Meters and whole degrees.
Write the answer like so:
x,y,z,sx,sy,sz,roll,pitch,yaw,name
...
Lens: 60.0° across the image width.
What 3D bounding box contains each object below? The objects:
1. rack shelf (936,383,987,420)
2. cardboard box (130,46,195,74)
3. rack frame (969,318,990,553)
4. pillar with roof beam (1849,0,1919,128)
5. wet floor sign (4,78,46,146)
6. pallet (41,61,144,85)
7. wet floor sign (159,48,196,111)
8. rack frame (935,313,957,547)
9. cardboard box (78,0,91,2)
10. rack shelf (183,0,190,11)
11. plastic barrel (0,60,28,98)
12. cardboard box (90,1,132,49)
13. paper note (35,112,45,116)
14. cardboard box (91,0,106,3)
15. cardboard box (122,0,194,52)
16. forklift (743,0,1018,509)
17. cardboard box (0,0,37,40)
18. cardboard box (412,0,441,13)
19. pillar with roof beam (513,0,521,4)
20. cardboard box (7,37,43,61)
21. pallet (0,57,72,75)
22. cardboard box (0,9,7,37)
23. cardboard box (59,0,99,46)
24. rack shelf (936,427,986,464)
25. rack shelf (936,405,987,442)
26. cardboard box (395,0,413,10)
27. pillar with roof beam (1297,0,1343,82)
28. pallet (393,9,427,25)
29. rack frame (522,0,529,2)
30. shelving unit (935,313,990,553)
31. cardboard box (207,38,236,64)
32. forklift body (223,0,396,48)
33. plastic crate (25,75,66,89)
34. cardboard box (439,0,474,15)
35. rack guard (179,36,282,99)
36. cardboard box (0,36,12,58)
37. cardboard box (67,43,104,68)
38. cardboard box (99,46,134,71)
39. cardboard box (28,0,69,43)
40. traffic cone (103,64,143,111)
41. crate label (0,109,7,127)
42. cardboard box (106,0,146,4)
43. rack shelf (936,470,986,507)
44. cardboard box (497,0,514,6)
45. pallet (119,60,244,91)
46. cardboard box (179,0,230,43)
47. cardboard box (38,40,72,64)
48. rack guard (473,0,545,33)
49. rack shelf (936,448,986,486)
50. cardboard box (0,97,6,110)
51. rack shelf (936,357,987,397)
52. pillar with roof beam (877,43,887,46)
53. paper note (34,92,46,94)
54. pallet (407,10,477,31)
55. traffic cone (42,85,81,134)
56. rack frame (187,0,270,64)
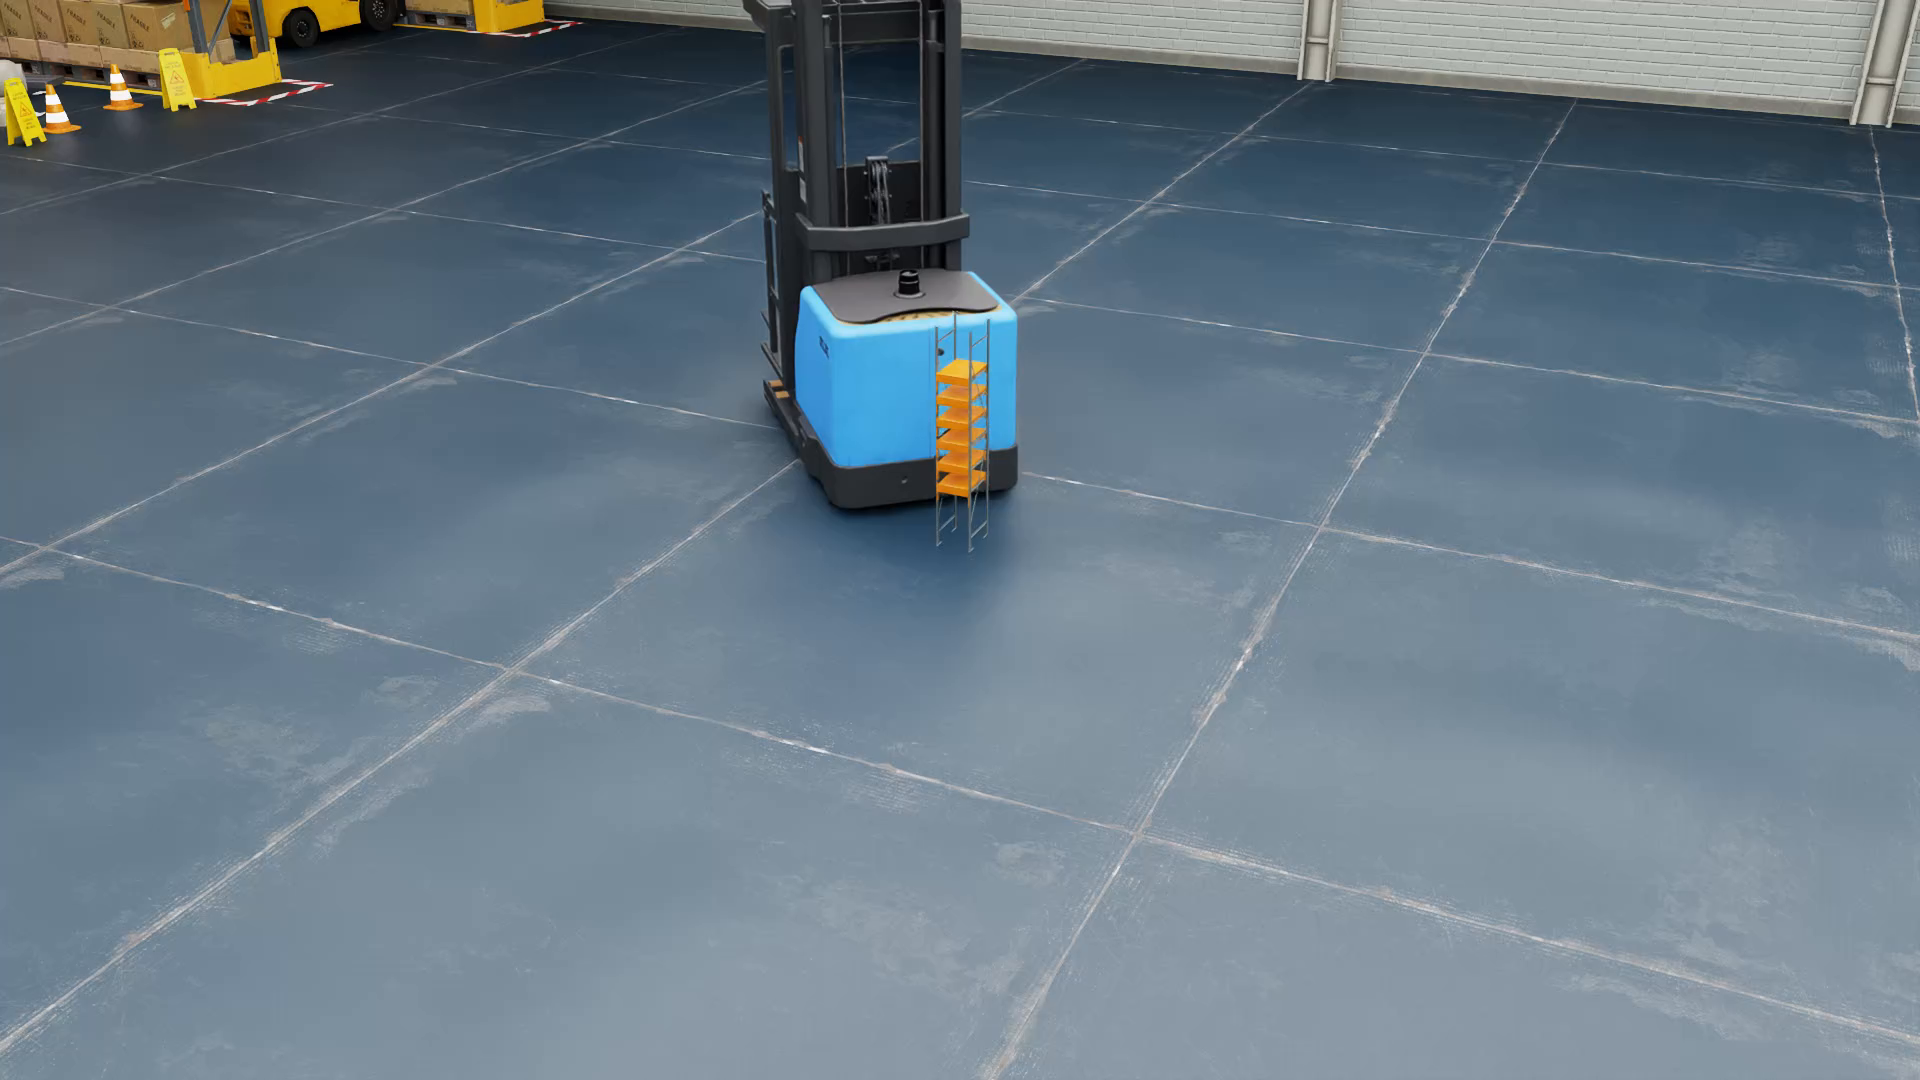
x,y,z,sx,sy,sz,roll,pitch,yaw,name
0.013,-0.711,8.393,0.180,0.103,0.258,11,28,22,rack shelf
-9.287,-5.620,19.407,0.500,0.250,0.500,11,28,22,cardboard box
0.096,-0.519,8.446,0.006,1.200,0.240,11,28,22,rack frame
7.977,-6.777,12.328,0.400,9.000,9.100,11,28,22,pillar with roof beam
-9.529,-4.347,16.850,0.232,0.644,0.267,6,27,13,wet floor sign
-10.318,-5.771,20.232,1.213,0.211,1.003,11,28,22,pallet
-8.687,-5.100,18.379,0.232,0.644,0.267,23,35,39,wet floor sign
-0.070,-0.552,8.514,0.006,1.200,0.240,11,28,22,rack frame
-10.083,-6.382,19.370,0.250,0.149,0.380,13,29,24,cardboard box
-10.238,-6.665,19.705,4.000,0.370,1.077,11,28,22,rack shelf
-10.924,-5.235,18.903,0.512,0.421,0.421,-12,29,-23,plastic barrel
-9.731,-6.049,19.428,0.500,0.500,0.500,12,29,24,cardboard box
-10.102,-4.662,18.185,0.142,0.019,0.148,2,26,4,paper note
-9.844,-6.333,19.271,0.250,0.149,0.380,12,29,23,cardboard box
-9.255,-5.954,19.237,0.500,0.500,0.500,12,28,22,cardboard box
-0.600,-2.114,9.725,1.130,2.935,3.031,-8,27,-15,forklift
-11.141,-6.335,20.009,0.500,0.500,0.500,13,29,24,cardboard box
-7.373,-7.627,23.482,0.500,0.250,0.500,11,28,22,cardboard box
-8.409,-10.068,19.012,0.400,9.000,9.100,11,28,22,pillar with roof beam
-11.143,-5.998,20.175,0.500,0.250,0.500,13,29,25,cardboard box
-11.433,-5.993,20.684,1.213,0.211,1.003,11,28,22,pallet
-11.633,-6.428,20.198,0.500,0.500,0.500,13,29,24,cardboard box
-10.188,-6.144,19.621,0.500,0.500,0.500,11,28,21,cardboard box
0.013,-0.496,8.499,0.180,0.103,0.258,11,28,22,rack shelf
0.013,-0.603,8.446,0.180,0.103,0.258,11,28,22,rack shelf
-7.825,-7.722,23.675,0.500,0.250,0.500,12,29,22,cardboard box
2.515,-7.874,14.556,0.400,9.000,9.100,11,28,22,pillar with roof beam
-8.186,-7.714,24.178,1.213,0.211,1.003,11,28,22,pallet
-6.366,-8.618,22.859,0.127,3.000,1.000,11,28,22,rack frame
0.013,-0.536,8.480,0.189,1.200,0.258,11,28,22,shelving unit
-9.037,-5.835,19.843,0.500,0.250,0.500,11,28,21,cardboard box
-8.848,-7.851,22.260,1.214,2.155,2.313,11,28,22,forklift body
-10.969,-5.426,19.681,0.583,0.080,0.402,2,26,4,plastic crate
-6.925,-7.532,23.290,0.500,0.250,0.500,12,28,22,cardboard box
-8.487,-5.514,19.384,0.348,0.500,1.175,11,28,22,rack guard
-11.633,-6.091,20.364,0.500,0.250,0.500,10,28,19,cardboard box
-10.212,-5.807,19.787,0.500,0.250,0.500,10,28,20,cardboard box
-9.733,-5.714,19.597,0.500,0.250,0.500,11,28,22,cardboard box
-10.670,-6.239,19.815,0.500,0.500,0.500,13,29,24,cardboard box
-9.343,-5.043,18.470,0.334,0.463,0.336,11,28,22,traffic cone
-10.234,-4.508,17.750,0.298,0.136,0.250,-2,26,-5,crate label
-9.617,-6.286,19.175,0.250,0.149,0.380,12,29,23,cardboard box
0.013,-0.280,8.605,0.180,0.103,0.258,11,28,22,rack shelf
-6.732,-7.741,23.715,0.500,0.250,0.500,11,28,22,cardboard box
-9.212,-5.547,19.778,1.213,0.211,1.003,11,28,22,pallet
-9.059,-6.176,19.686,0.500,0.500,0.500,10,28,20,cardboard box
-10.659,-5.902,19.980,0.500,0.250,0.500,11,28,21,cardboard box
-6.344,-7.492,23.402,0.348,0.500,1.175,11,28,22,rack guard
0.013,-0.388,8.552,0.180,0.103,0.258,11,28,22,rack shelf
-10.446,-4.770,18.270,0.380,0.149,0.250,-18,31,-31,cardboard box
0.013,-0.819,8.340,0.180,0.103,0.258,11,28,22,rack shelf
-2.947,-8.971,16.784,0.400,9.000,9.100,11,28,22,pillar with roof beam
-10.626,-5.183,19.242,0.148,0.019,0.142,2,26,4,paper note
-7.080,-7.490,23.724,1.213,0.211,1.003,11,28,22,pallet
-9.493,-4.535,17.437,0.334,0.463,0.336,11,28,22,traffic cone
-8.417,-6.622,18.803,0.127,3.000,1.000,11,28,22,rack frame
